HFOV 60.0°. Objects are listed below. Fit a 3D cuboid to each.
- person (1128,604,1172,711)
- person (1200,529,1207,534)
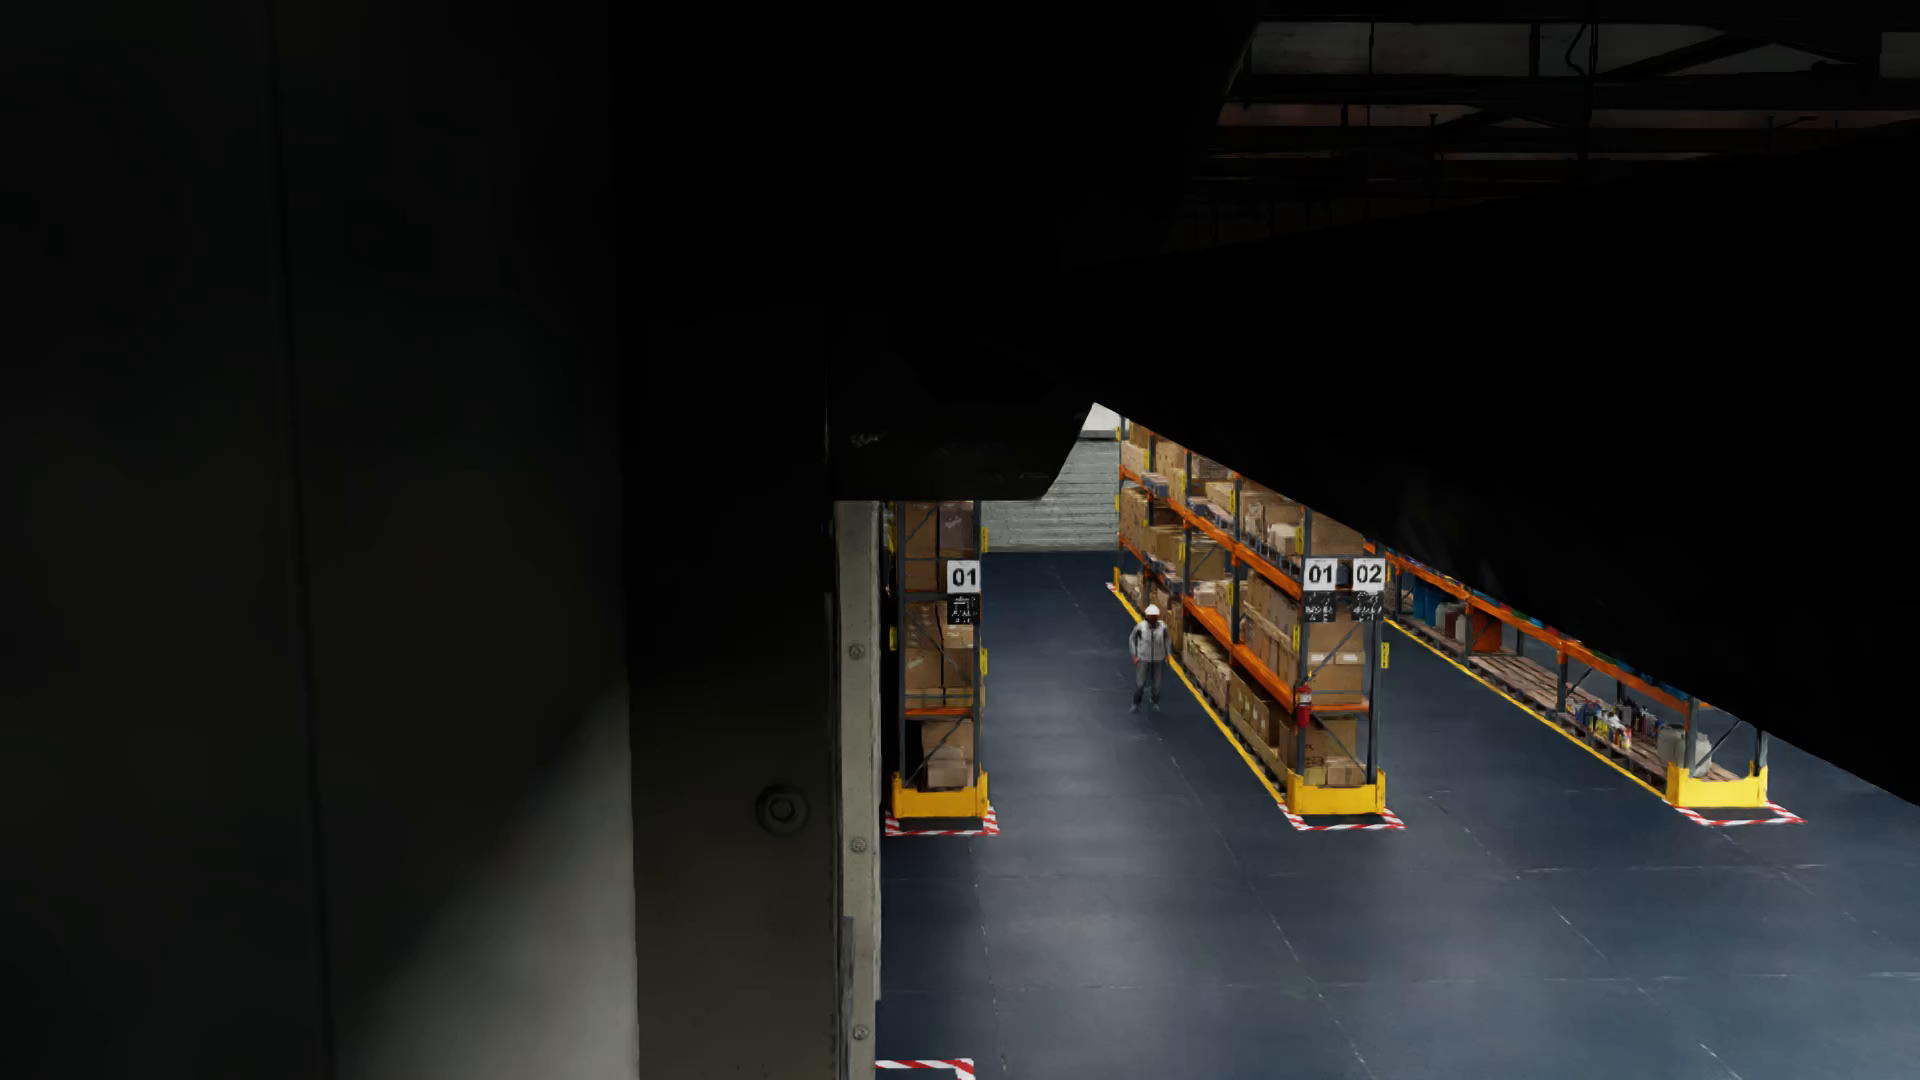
[{"bbox_3d":[2.926,1.811,25.598,0.677,1.726,0.574,-1,8,-4],"label":"person"},{"bbox_3d":[6.112,-0.311,40.624,0.592,1.629,0.526,-1,8,-4],"label":"person"}]
